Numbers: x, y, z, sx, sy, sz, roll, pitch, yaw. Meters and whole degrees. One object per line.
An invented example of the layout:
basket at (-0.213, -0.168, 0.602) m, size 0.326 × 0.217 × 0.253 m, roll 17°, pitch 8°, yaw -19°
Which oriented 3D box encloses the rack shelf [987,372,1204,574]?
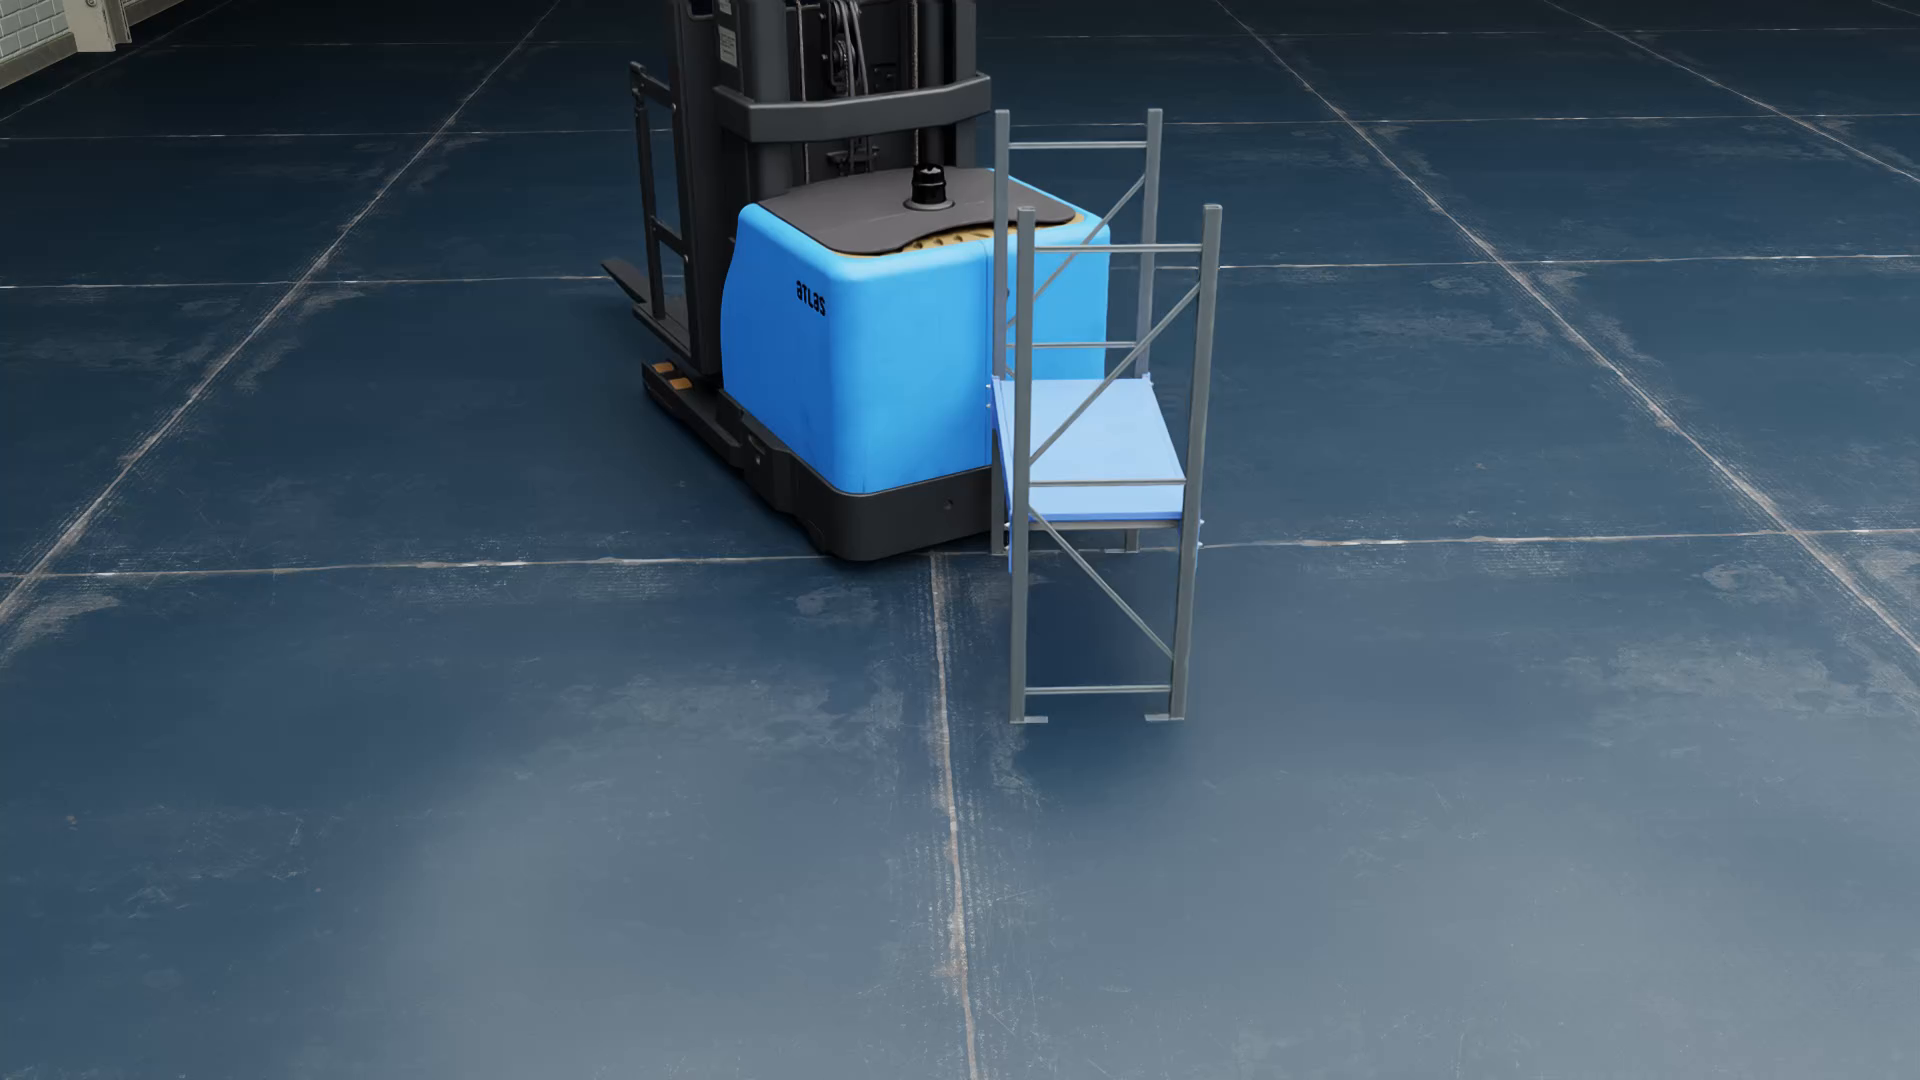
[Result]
rack shelf at (0.373, -0.224, 4.946) m, size 0.538 × 0.185 × 1.000 m, roll -1°, pitch 28°, yaw -2°

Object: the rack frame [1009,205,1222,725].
rack frame at (0.391, -0.148, 4.413) m, size 0.500 × 1.500 × 0.032 m, roll -1°, pitch 28°, yaw -2°

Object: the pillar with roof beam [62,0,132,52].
pillar with roof beam at (-2.573, -8.051, 11.455) m, size 9.100 × 9.000 × 0.400 m, roll -1°, pitch 28°, yaw -3°

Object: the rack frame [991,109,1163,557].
rack frame at (0.355, -0.618, 5.313) m, size 0.500 × 1.500 × 0.032 m, roll -1°, pitch 28°, yaw -2°

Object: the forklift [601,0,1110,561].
forklift at (-0.647, -1.877, 6.179) m, size 1.130 × 2.935 × 3.031 m, roll -14°, pitch 31°, yaw -26°

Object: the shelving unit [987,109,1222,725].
shelving unit at (0.373, -0.383, 4.863) m, size 0.538 × 1.500 × 1.048 m, roll -1°, pitch 28°, yaw -2°
